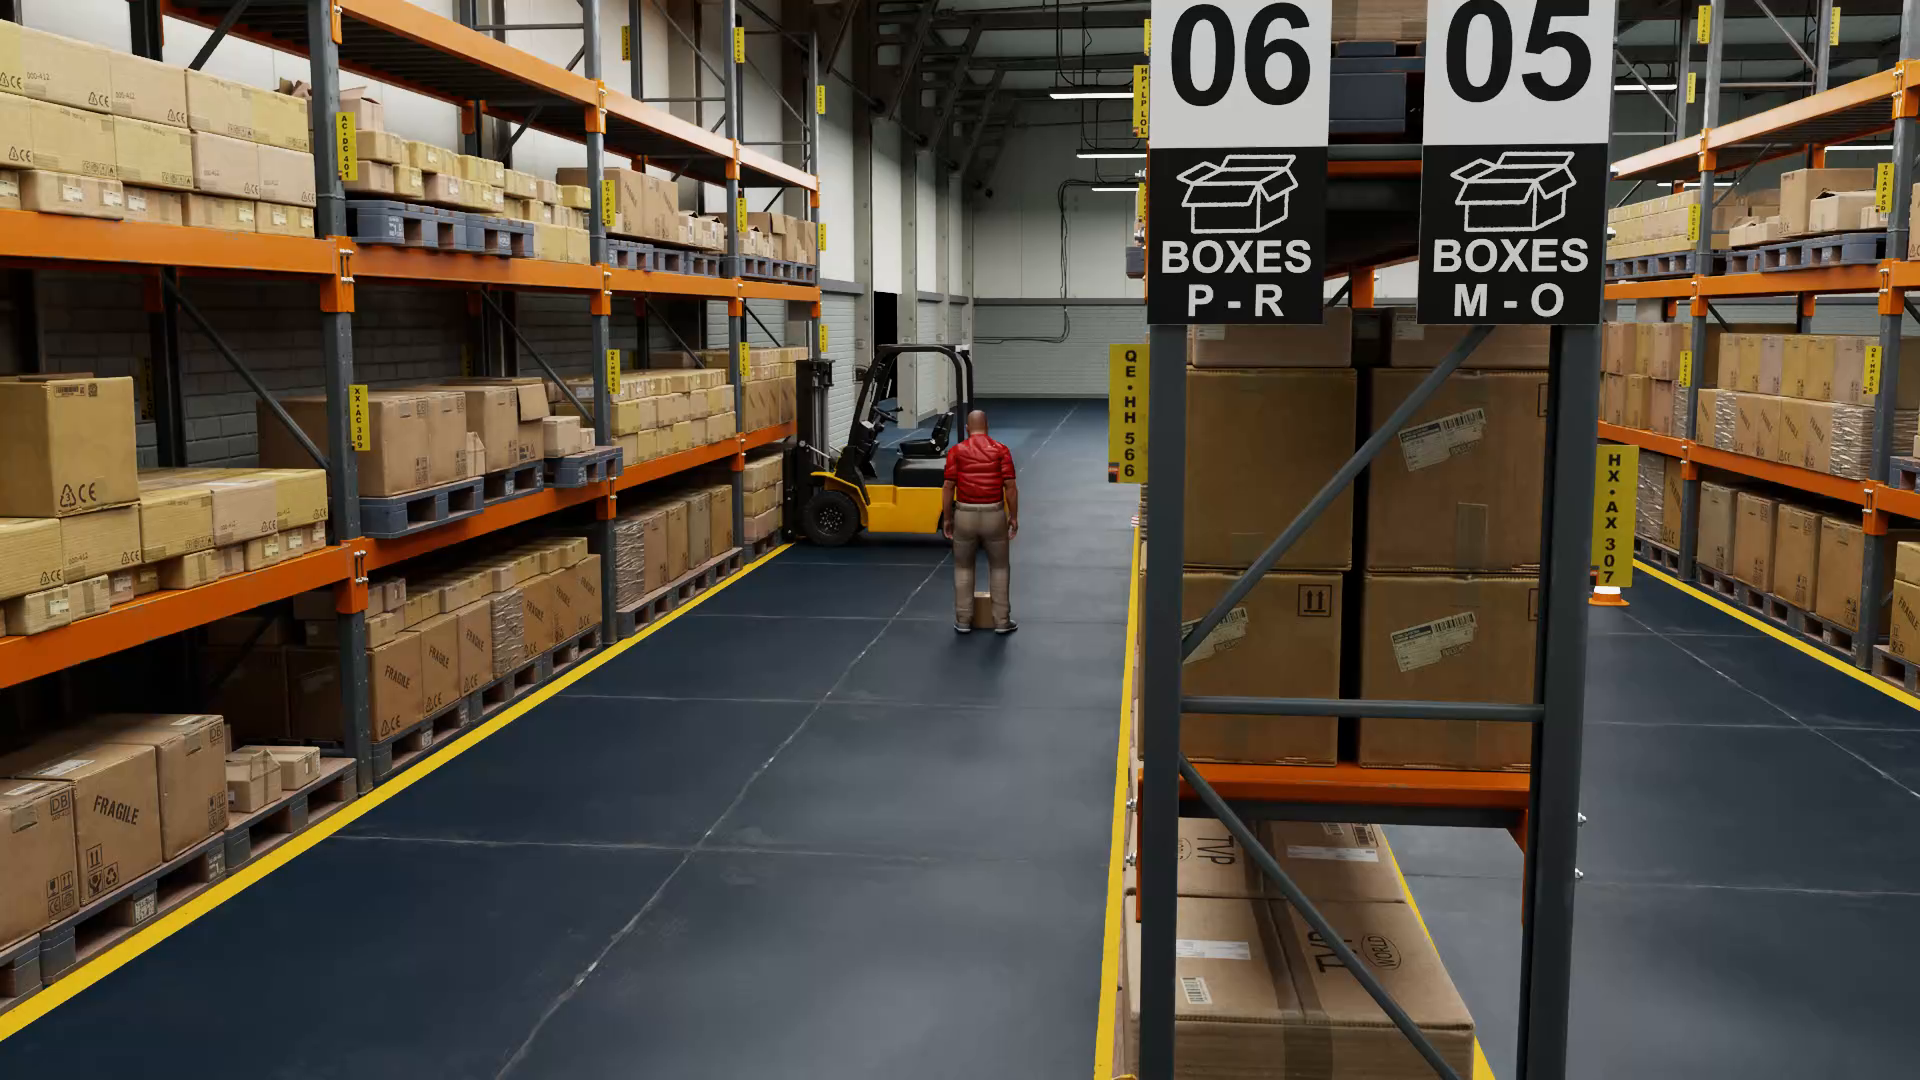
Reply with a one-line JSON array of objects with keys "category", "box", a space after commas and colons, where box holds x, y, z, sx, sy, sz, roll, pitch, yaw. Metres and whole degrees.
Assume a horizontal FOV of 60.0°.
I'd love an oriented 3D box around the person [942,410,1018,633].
[{"category": "person", "box": [0.157, -0.142, 12.917, 0.589, 1.725, 0.392, 0, 8, 3]}]
